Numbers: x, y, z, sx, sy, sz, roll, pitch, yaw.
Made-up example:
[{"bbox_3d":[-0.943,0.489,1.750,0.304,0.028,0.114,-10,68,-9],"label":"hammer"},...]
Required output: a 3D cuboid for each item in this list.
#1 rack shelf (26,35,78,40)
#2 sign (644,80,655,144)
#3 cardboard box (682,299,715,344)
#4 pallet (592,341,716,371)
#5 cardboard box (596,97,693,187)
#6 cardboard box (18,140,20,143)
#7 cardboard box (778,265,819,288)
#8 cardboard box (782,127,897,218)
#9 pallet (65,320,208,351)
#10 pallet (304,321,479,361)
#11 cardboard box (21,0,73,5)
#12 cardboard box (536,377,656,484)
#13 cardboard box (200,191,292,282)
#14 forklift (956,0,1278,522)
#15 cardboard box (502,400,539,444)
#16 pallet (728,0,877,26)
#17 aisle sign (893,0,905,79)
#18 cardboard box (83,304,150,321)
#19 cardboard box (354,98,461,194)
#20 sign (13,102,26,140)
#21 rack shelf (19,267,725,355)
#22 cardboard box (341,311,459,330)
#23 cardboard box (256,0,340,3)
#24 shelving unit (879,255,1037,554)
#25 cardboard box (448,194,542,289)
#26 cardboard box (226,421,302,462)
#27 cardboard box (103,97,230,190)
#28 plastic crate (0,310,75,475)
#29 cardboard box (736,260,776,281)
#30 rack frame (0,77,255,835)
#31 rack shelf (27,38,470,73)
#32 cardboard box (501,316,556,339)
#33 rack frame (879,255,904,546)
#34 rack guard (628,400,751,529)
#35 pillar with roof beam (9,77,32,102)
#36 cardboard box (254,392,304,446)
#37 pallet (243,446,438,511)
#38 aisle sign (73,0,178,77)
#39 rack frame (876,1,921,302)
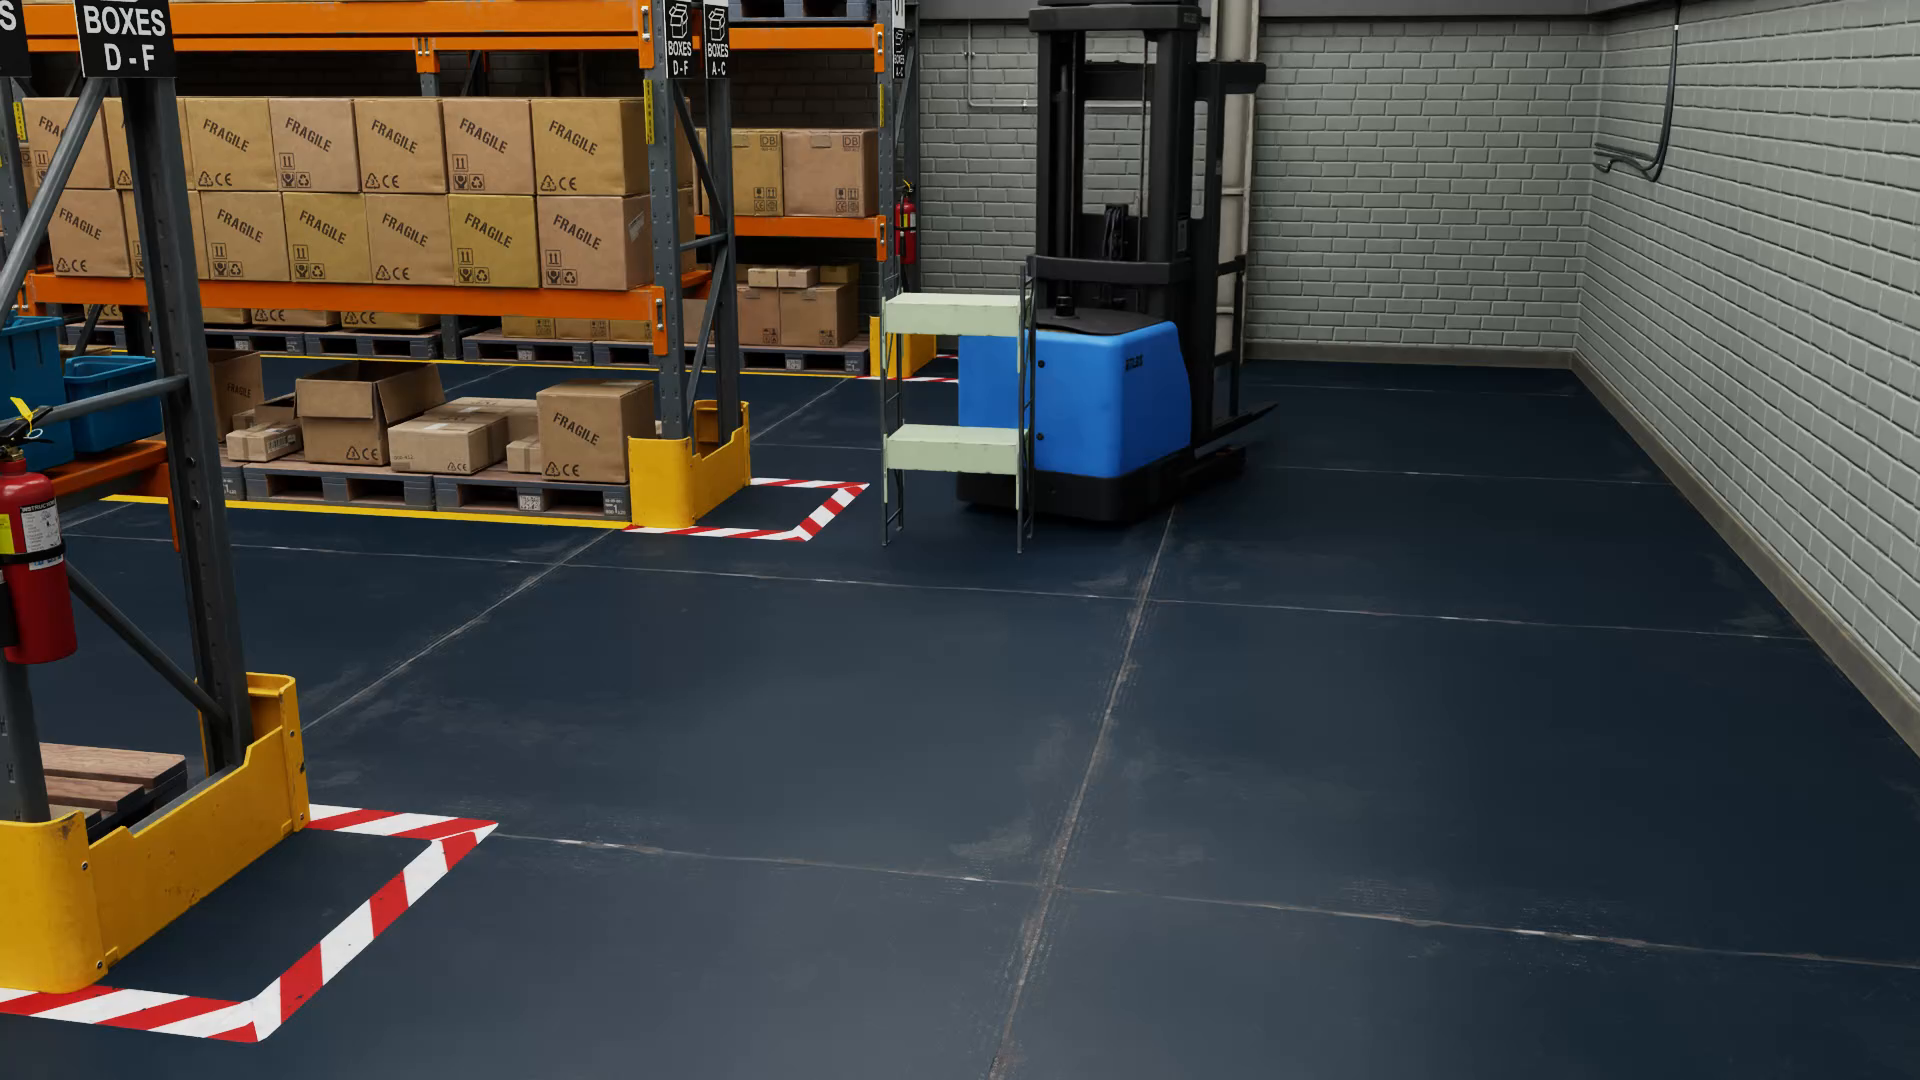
[{"bbox_3d":[-7.367,-3.080,10.219,4.000,0.370,1.077,3,16,11],"label":"rack shelf"},{"bbox_3d":[-1.618,-2.228,8.654,0.005,0.325,0.100,3,16,11],"label":"sign"},{"bbox_3d":[-2.193,-2.020,14.560,0.500,0.500,0.700,3,16,9],"label":"cardboard box"},{"bbox_3d":[-2.495,-1.701,14.738,1.213,0.211,1.003,3,16,11],"label":"pallet"},{"bbox_3d":[-1.870,-2.284,9.559,0.500,0.500,0.500,4,16,13],"label":"cardboard box"},{"bbox_3d":[-8.806,-3.666,15.595,0.500,0.500,0.700,1,16,5],"label":"cardboard box"},{"bbox_3d":[-1.372,-2.238,14.134,0.250,0.149,0.380,3,16,10],"label":"cardboard box"},{"bbox_3d":[-1.006,-3.127,14.099,0.700,0.700,0.980,4,16,14],"label":"cardboard box"},{"bbox_3d":[-7.586,-1.978,15.736,1.213,0.211,1.003,3,16,11],"label":"pallet"},{"bbox_3d":[-5.195,-1.848,15.267,1.213,0.211,1.003,3,16,11],"label":"pallet"},{"bbox_3d":[-4.980,-3.157,9.432,0.500,0.250,0.500,3,16,11],"label":"cardboard box"},{"bbox_3d":[-2.069,-0.633,9.518,0.500,0.500,0.500,3,16,11],"label":"cardboard box"},{"bbox_3d":[-3.970,-1.770,9.577,0.500,0.500,0.500,3,16,11],"label":"cardboard box"},{"bbox_3d":[1.161,-1.854,10.194,1.130,2.935,3.031,9,18,29],"label":"forklift"},{"bbox_3d":[-2.454,-0.678,10.148,0.500,0.250,0.500,3,16,11],"label":"cardboard box"},{"bbox_3d":[-1.233,-4.397,13.794,1.213,0.211,1.003,3,16,11],"label":"pallet"},{"bbox_3d":[-0.493,-4.128,13.406,0.004,0.787,0.394,3,16,11],"label":"aisle sign"},{"bbox_3d":[-7.649,-2.476,15.552,0.750,0.750,0.750,3,16,10],"label":"cardboard box"},{"bbox_3d":[-2.983,-2.196,9.242,0.500,0.500,0.500,4,16,13],"label":"cardboard box"},{"bbox_3d":[-8.442,-3.761,14.928,0.005,0.325,0.100,3,16,11],"label":"sign"},{"bbox_3d":[-3.447,-1.421,9.851,4.000,0.370,1.077,3,16,11],"label":"rack shelf"},{"bbox_3d":[-5.087,-2.337,15.051,0.750,0.750,0.750,3,16,12],"label":"cardboard box"},{"bbox_3d":[-3.511,-3.077,9.142,0.500,0.250,0.500,3,16,11],"label":"cardboard box"},{"bbox_3d":[-0.007,-0.723,8.793,0.755,1.500,0.431,3,16,11],"label":"shelving unit"},{"bbox_3d":[-2.490,-1.689,9.283,0.500,0.500,0.500,3,16,12],"label":"cardboard box"},{"bbox_3d":[-4.189,-0.599,10.017,0.250,0.166,0.380,3,16,11],"label":"cardboard box"},{"bbox_3d":[-4.496,-2.278,9.538,0.500,0.500,0.500,3,16,9],"label":"cardboard box"},{"bbox_3d":[-2.844,-0.381,4.569,0.499,0.435,0.616,3,16,11],"label":"plastic crate"},{"bbox_3d":[-1.789,-2.365,14.591,0.250,0.149,0.380,3,16,12],"label":"cardboard box"},{"bbox_3d":[-2.478,-0.366,4.694,0.127,3.000,1.000,3,16,11],"label":"rack frame"},{"bbox_3d":[-6.384,-4.376,14.898,4.000,0.370,1.077,3,16,11],"label":"rack shelf"},{"bbox_3d":[-3.711,-2.102,14.855,0.500,0.500,0.700,3,16,12],"label":"cardboard box"},{"bbox_3d":[-0.365,-0.743,8.863,0.023,1.500,0.400,3,16,11],"label":"rack frame"},{"bbox_3d":[-1.562,-0.461,9.719,0.348,0.500,1.175,3,16,11],"label":"rack guard"},{"bbox_3d":[-10.303,-5.444,11.787,0.400,9.000,9.100,3,16,11],"label":"pillar with roof beam"},{"bbox_3d":[-4.057,-0.795,10.454,0.500,0.311,0.500,3,16,11],"label":"cardboard box"},{"bbox_3d":[-3.535,-0.429,10.147,1.213,0.211,1.003,3,16,11],"label":"pallet"},{"bbox_3d":[-2.349,-1.693,4.614,0.004,0.787,0.394,3,16,11],"label":"aisle sign"},{"bbox_3d":[-0.504,-2.958,14.050,0.127,3.000,1.000,3,16,11],"label":"rack frame"}]
